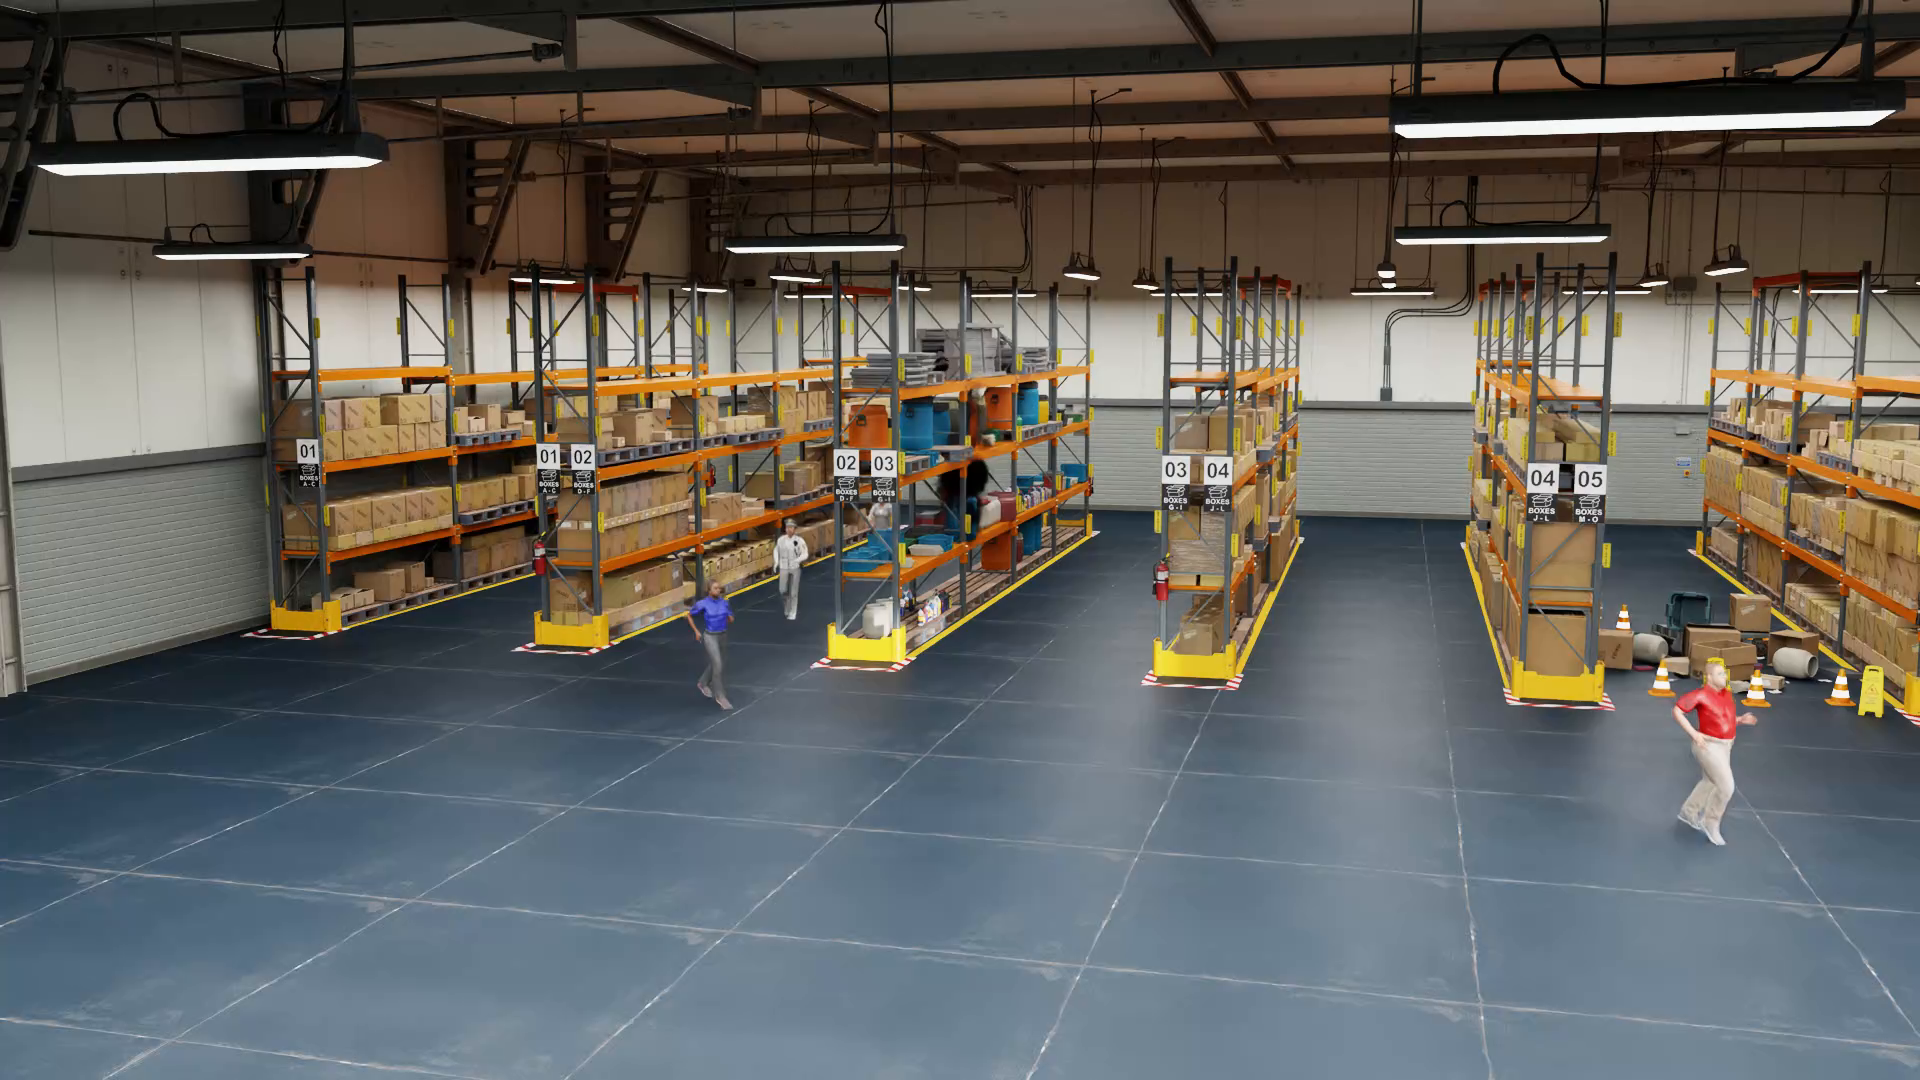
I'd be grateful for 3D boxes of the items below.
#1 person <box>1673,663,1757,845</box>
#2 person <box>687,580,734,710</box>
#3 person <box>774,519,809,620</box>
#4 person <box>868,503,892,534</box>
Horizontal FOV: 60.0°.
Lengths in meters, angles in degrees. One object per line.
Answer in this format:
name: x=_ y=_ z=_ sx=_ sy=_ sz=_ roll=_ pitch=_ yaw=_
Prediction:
person: x=7.415 y=2.101 z=16.342 sx=0.628 sy=1.790 sz=0.725 roll=-6 pitch=9 yaw=-39
person: x=-3.279 y=1.365 z=22.171 sx=0.866 sy=1.688 sz=0.563 roll=7 pitch=10 yaw=42
person: x=-2.755 y=0.479 z=26.880 sx=0.612 sy=1.658 sz=0.550 roll=1 pitch=7 yaw=5
person: x=-1.527 y=-0.153 z=32.283 sx=0.553 sy=1.568 sz=0.504 roll=1 pitch=7 yaw=8
